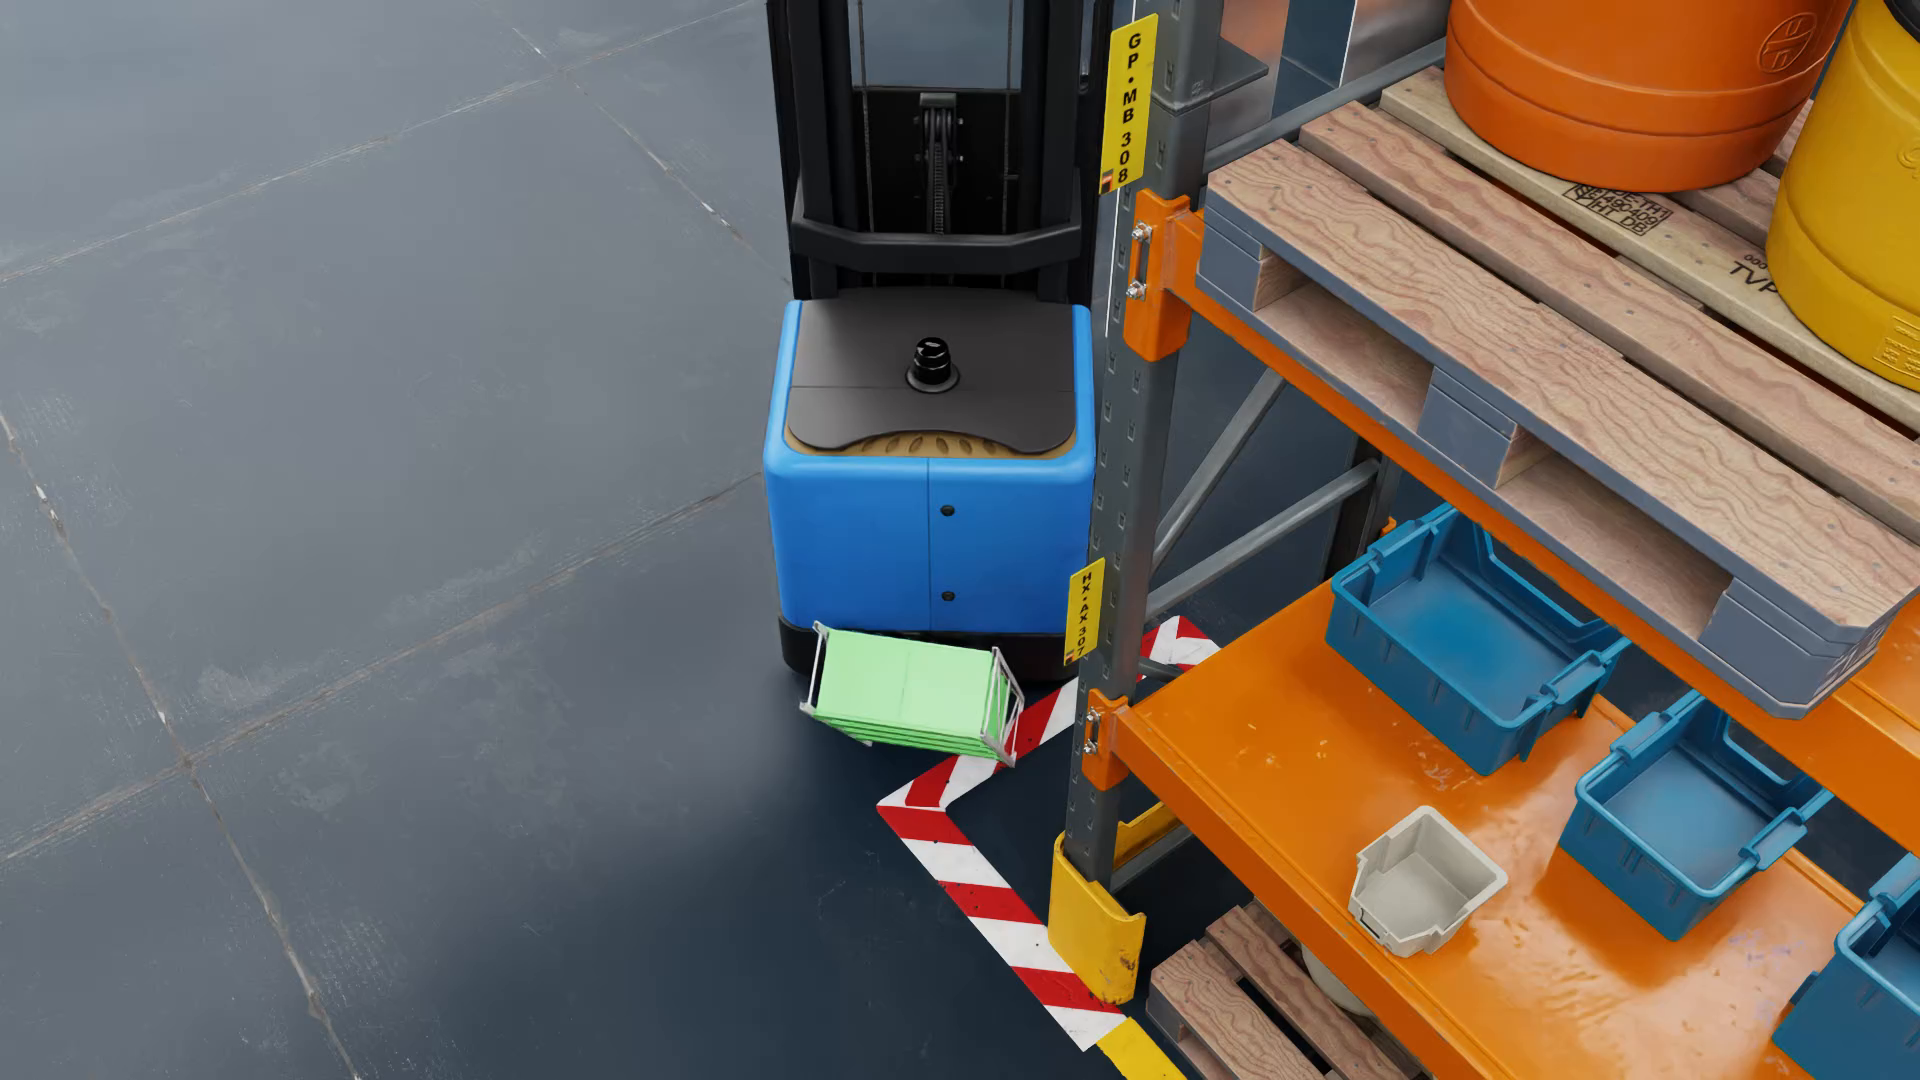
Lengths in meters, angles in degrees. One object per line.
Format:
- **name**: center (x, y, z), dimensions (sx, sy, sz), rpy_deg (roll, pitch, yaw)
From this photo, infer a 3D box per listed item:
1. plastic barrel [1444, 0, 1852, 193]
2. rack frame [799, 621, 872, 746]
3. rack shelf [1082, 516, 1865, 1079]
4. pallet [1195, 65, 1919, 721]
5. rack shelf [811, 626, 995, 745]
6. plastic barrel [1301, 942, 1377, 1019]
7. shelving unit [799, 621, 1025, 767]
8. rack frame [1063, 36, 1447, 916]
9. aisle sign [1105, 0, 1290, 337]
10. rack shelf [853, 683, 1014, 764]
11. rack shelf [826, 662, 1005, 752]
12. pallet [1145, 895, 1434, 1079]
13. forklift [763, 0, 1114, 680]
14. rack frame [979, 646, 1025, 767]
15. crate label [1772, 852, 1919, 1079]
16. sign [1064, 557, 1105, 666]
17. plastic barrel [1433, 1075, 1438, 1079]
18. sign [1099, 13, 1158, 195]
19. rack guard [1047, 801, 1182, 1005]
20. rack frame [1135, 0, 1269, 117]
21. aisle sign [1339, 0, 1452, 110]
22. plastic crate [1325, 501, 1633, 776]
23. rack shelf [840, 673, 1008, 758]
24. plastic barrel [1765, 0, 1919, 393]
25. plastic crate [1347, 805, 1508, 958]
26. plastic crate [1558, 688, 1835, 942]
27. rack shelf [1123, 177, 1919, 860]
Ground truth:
- **plastic barrel**: center (1.125, -1.044, 2.574), dimensions (0.600, 0.830, 0.708), rpy_deg (-29, 54, -24)
- **rack frame**: center (-0.346, 0.457, 5.044), dimensions (0.015, 1.200, 0.240), rpy_deg (8, 79, 7)
- **rack shelf**: center (1.941, 1.440, 3.405), dimensions (1.077, 0.370, 4.000), rpy_deg (-29, 54, -24)
- **pallet**: center (1.153, -0.393, 2.685), dimensions (1.003, 0.211, 1.213), rpy_deg (-29, 54, -24)
- **rack shelf**: center (-0.146, 0.405, 4.607), dimensions (0.480, 0.148, 0.258), rpy_deg (8, 79, 7)
- **plastic barrel**: center (1.189, 1.068, 4.653), dimensions (0.421, 0.512, 0.421), rpy_deg (0, 48, 0)
- **shelving unit**: center (-0.106, 0.489, 5.013), dimensions (0.503, 1.200, 0.258), rpy_deg (8, 79, 7)
- **rack frame**: center (0.730, 0.019, 4.208), dimensions (1.000, 3.000, 0.127), rpy_deg (-29, 54, -24)
- **aisle sign**: center (0.453, -0.765, 3.164), dimensions (0.394, 0.787, 0.004), rpy_deg (-29, 54, -24)
- **rack shelf**: center (-0.076, 0.550, 5.309), dimensions (0.480, 0.148, 0.258), rpy_deg (8, 79, 7)
- **rack shelf**: center (-0.123, 0.453, 4.841), dimensions (0.480, 0.148, 0.258), rpy_deg (8, 79, 7)
- **pallet**: center (1.301, 1.461, 4.783), dimensions (1.003, 0.211, 1.213), rpy_deg (-29, 54, -24)
- **forklift**: center (-0.056, -1.583, 5.707), dimensions (1.130, 2.935, 3.031), rpy_deg (1, 48, 1)
- **rack frame**: center (0.134, 0.521, 4.983), dimensions (0.015, 1.200, 0.240), rpy_deg (8, 79, 7)
- **crate label**: center (2.060, 0.971, 3.321), dimensions (0.502, 0.435, 0.616), rpy_deg (-29, 54, -24)
- **sign**: center (0.290, 0.171, 3.884), dimensions (0.100, 0.325, 0.005), rpy_deg (-29, 54, -24)
- **plastic barrel**: center (1.493, 1.363, 4.385), dimensions (0.421, 0.512, 0.421), rpy_deg (0, 48, 0)
- **sign**: center (0.290, -0.747, 2.872), dimensions (0.100, 0.325, 0.005), rpy_deg (-29, 54, -24)
- **rack guard**: center (0.813, 0.883, 5.112), dimensions (1.175, 0.500, 0.348), rpy_deg (-29, 54, -24)
- **rack frame**: center (0.730, -1.996, 1.985), dimensions (1.000, 3.000, 0.127), rpy_deg (-29, 54, -24)
- **aisle sign**: center (0.923, -1.030, 3.404), dimensions (0.394, 0.787, 0.004), rpy_deg (-29, 54, -24)
- **plastic crate**: center (1.271, 0.230, 4.117), dimensions (0.499, 0.251, 0.616), rpy_deg (-29, 54, -24)
- **rack shelf**: center (-0.100, 0.501, 5.075), dimensions (0.480, 0.148, 0.258), rpy_deg (8, 79, 7)
- **plastic barrel**: center (1.521, -0.577, 2.314), dimensions (0.600, 0.588, 0.600), rpy_deg (0, 48, 0)
- **plastic crate**: center (1.016, 0.780, 3.696), dimensions (0.298, 0.136, 0.250), rpy_deg (-29, 54, -24)
- **plastic crate**: center (1.660, 0.616, 3.768), dimensions (0.499, 0.251, 0.408), rpy_deg (-29, 54, -24)
- **rack shelf**: center (1.941, 0.433, 2.294), dimensions (1.077, 0.370, 4.000), rpy_deg (-29, 54, -24)
